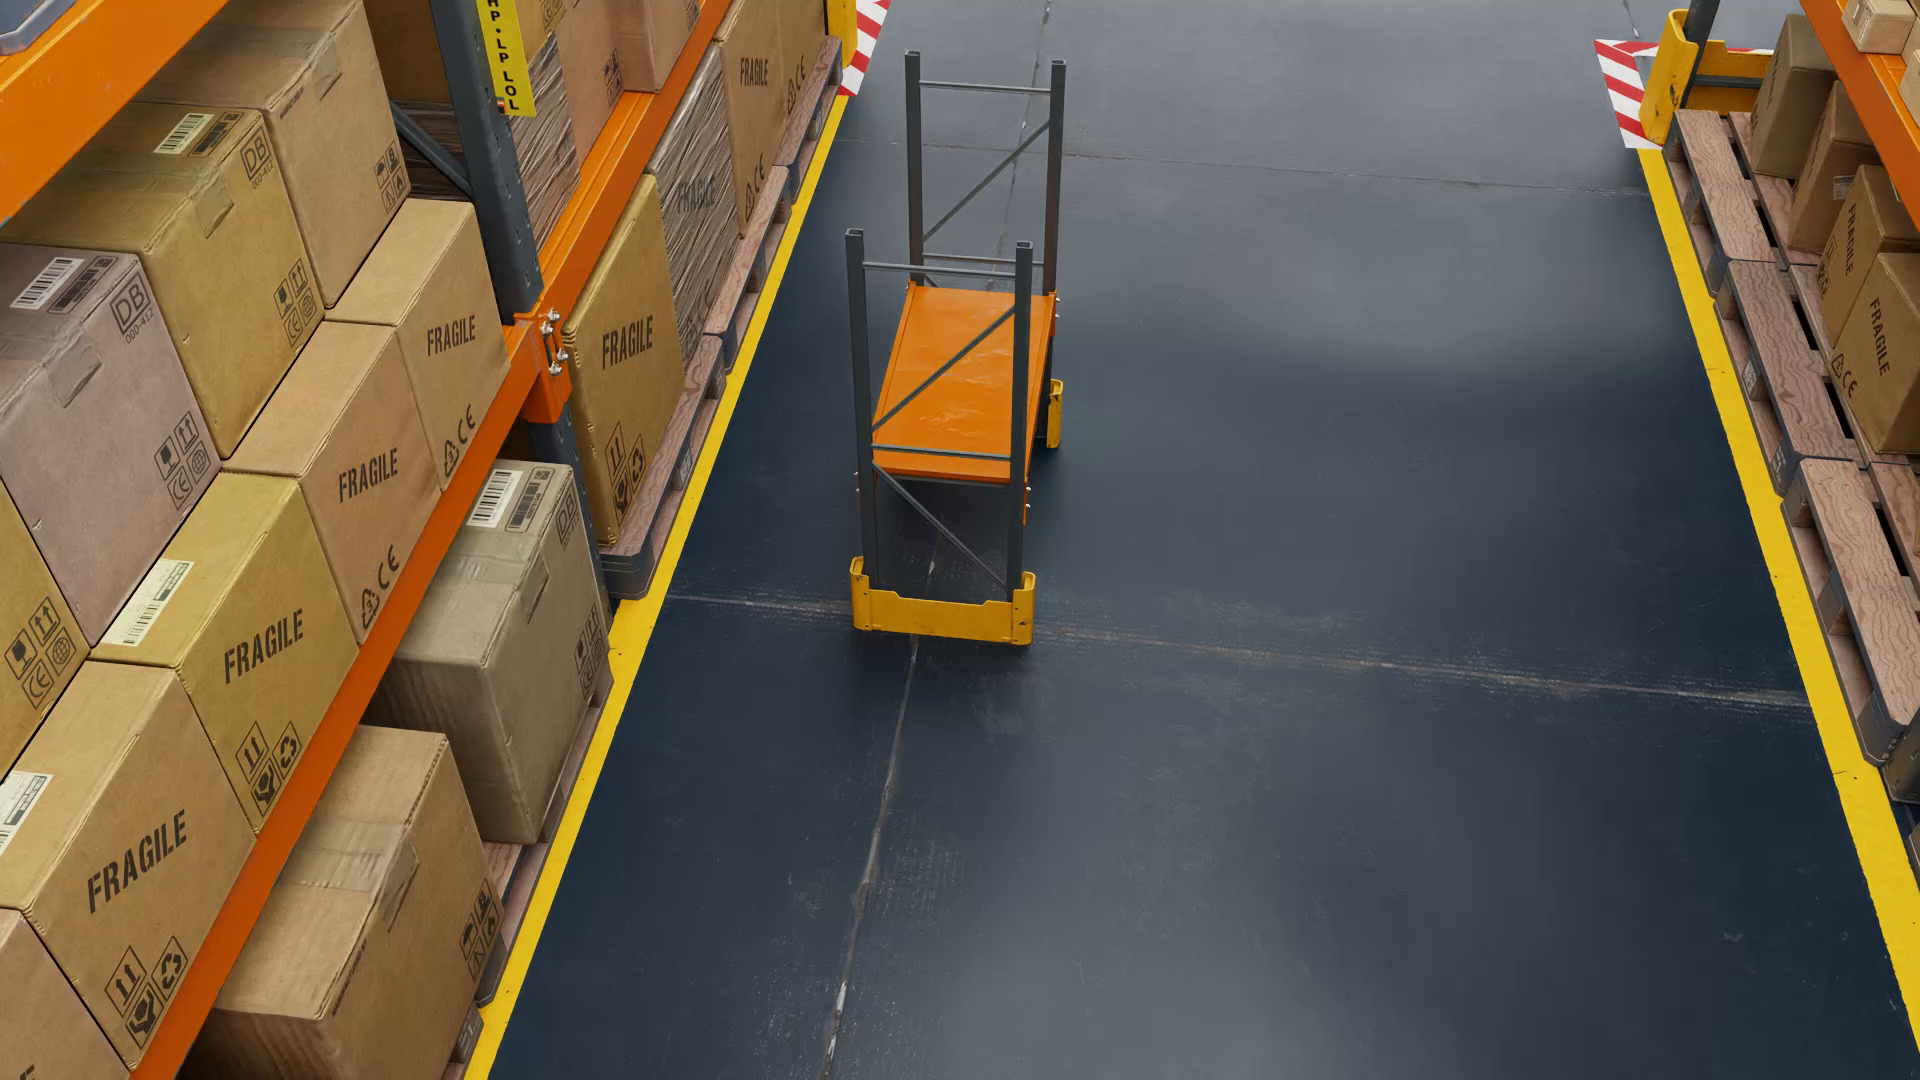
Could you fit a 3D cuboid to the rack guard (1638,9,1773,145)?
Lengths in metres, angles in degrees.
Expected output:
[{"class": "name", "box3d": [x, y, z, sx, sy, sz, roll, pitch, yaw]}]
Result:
[{"class": "rack guard", "box3d": [3.780, -2.073, 7.576, 1.175, 0.500, 0.348, 5, 44, 6]}]

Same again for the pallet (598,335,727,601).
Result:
[{"class": "pallet", "box3d": [-1.464, -0.325, 5.940, 1.003, 0.211, 1.213, 5, 44, 6]}]

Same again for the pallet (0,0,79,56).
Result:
[{"class": "pallet", "box3d": [-1.714, -1.217, 2.811, 0.805, 0.209, 1.217, 4, 44, 4]}]

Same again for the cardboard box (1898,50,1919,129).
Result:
[{"class": "cardboard box", "box3d": [3.211, -1.410, 5.240, 0.380, 0.149, 0.250, 5, 44, 6]}]

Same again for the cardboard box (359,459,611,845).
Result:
[{"class": "cardboard box", "box3d": [-1.635, 0.269, 4.615, 1.050, 0.750, 0.750, 5, 44, 5]}]

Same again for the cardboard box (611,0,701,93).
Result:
[{"class": "cardboard box", "box3d": [-1.366, -1.868, 5.432, 0.875, 0.550, 0.550, 5, 44, 6]}]

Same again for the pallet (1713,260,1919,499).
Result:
[{"class": "pallet", "box3d": [3.474, -0.589, 6.218, 1.003, 0.211, 1.213, 5, 44, 6]}]

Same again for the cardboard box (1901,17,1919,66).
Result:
[{"class": "cardboard box", "box3d": [3.320, -1.573, 5.412, 0.380, 0.149, 0.250, 5, 44, 6]}]

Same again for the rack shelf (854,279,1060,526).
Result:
[{"class": "rack shelf", "box3d": [0.011, -0.472, 5.419, 0.538, 0.185, 1.000, 5, 44, 6]}]

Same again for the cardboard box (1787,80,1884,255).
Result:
[{"class": "cardboard box", "box3d": [3.646, -1.443, 6.605, 0.500, 0.500, 0.500, 16, 46, 16]}]

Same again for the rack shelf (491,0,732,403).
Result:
[{"class": "rack shelf", "box3d": [-1.377, -1.928, 6.128, 1.077, 0.370, 4.000, 5, 44, 6]}]

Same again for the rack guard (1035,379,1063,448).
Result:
[{"class": "rack guard", "box3d": [0.076, -0.482, 6.077, 0.587, 0.250, 0.087, 5, 44, 6]}]

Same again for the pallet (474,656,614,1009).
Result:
[{"class": "pallet", "box3d": [-1.669, 0.719, 4.837, 1.003, 0.211, 1.213, 5, 44, 6]}]

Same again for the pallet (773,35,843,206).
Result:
[{"class": "pallet", "box3d": [-1.141, -1.988, 7.696, 1.003, 0.211, 1.213, 5, 44, 6]}]

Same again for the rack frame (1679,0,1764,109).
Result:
[{"class": "rack frame", "box3d": [3.790, -3.033, 6.771, 1.000, 3.000, 0.127, 5, 44, 6]}]

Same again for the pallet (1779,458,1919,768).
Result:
[{"class": "pallet", "box3d": [3.315, 0.245, 5.338, 1.003, 0.211, 1.213, 5, 44, 6]}]

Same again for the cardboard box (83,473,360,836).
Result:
[{"class": "cardboard box", "box3d": [-1.579, 0.206, 3.278, 0.500, 0.500, 0.500, 6, 44, 6]}]

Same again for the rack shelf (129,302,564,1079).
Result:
[{"class": "rack shelf", "box3d": [-1.906, 0.798, 3.249, 1.077, 0.370, 4.000, 5, 44, 6]}]

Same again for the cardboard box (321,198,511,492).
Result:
[{"class": "cardboard box", "box3d": [-1.446, -0.483, 4.005, 0.500, 0.500, 0.500, 5, 44, 5]}]

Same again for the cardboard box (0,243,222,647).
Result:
[{"class": "cardboard box", "box3d": [-1.835, -0.192, 2.971, 0.700, 0.500, 0.500, 6, 44, 6]}]

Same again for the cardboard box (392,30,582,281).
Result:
[{"class": "cardboard box", "box3d": [-1.605, -1.133, 4.656, 0.875, 0.550, 0.550, 5, 44, 6]}]

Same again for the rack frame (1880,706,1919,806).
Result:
[{"class": "rack frame", "box3d": [3.261, -0.307, 3.892, 1.000, 3.000, 0.127, 5, 44, 6]}]

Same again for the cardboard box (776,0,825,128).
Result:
[{"class": "cardboard box", "box3d": [-1.137, -2.465, 7.412, 0.875, 0.875, 0.875, 5, 44, 6]}]

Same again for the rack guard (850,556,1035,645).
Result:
[{"class": "rack guard", "box3d": [-0.056, 0.197, 5.360, 0.587, 0.250, 0.087, 5, 44, 6]}]

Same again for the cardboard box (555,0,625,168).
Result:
[{"class": "cardboard box", "box3d": [-1.555, -1.510, 5.054, 0.875, 0.550, 0.550, 5, 44, 6]}]

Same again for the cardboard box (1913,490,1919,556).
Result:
[{"class": "cardboard box", "box3d": [3.422, -0.211, 5.304, 0.500, 0.500, 0.500, 19, 46, 19]}]

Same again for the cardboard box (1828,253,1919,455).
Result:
[{"class": "cardboard box", "box3d": [3.426, -0.642, 5.759, 0.500, 0.500, 0.500, 2, 43, 2]}]

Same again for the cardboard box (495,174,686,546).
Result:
[{"class": "cardboard box", "box3d": [-1.489, -0.630, 5.473, 0.875, 0.875, 0.875, 6, 44, 6]}]

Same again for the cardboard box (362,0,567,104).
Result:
[{"class": "cardboard box", "box3d": [-1.559, -1.521, 4.280, 0.875, 0.550, 0.550, 5, 44, 6]}]

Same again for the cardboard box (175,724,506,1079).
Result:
[{"class": "cardboard box", "box3d": [-1.766, 0.926, 3.921, 1.050, 0.750, 0.750, 5, 44, 6]}]

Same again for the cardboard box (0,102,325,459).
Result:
[{"class": "cardboard box", "box3d": [-1.768, -0.536, 3.335, 0.700, 0.500, 0.500, 5, 44, 5]}]

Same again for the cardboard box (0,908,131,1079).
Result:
[{"class": "cardboard box", "box3d": [-1.712, 0.892, 2.554, 0.500, 0.500, 0.500, 5, 44, 5]}]

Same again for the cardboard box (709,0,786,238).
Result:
[{"class": "cardboard box", "box3d": [-1.251, -1.865, 6.778, 0.875, 0.875, 0.875, 5, 44, 5]}]

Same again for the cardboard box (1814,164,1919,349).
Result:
[{"class": "cardboard box", "box3d": [3.544, -1.018, 6.156, 0.500, 0.500, 0.500, 9, 44, 9]}]

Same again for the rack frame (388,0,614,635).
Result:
[{"class": "rack frame", "box3d": [-1.642, -0.826, 4.441, 1.000, 3.000, 0.127, 5, 44, 6]}]

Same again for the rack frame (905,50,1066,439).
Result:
[{"class": "rack frame", "box3d": [0.078, -0.949, 5.662, 0.500, 1.500, 0.032, 5, 44, 6]}]

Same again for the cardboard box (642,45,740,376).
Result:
[{"class": "cardboard box", "box3d": [-1.374, -1.244, 6.122, 0.875, 0.875, 0.875, 6, 44, 6]}]

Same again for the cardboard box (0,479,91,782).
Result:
[{"class": "cardboard box", "box3d": [-1.903, 0.152, 2.608, 0.700, 0.500, 0.500, 5, 44, 5]}]

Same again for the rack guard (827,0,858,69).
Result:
[{"class": "rack guard", "box3d": [-1.110, -2.661, 8.197, 1.175, 0.500, 0.348, 5, 44, 6]}]

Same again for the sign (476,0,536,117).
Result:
[{"class": "sign", "box3d": [-1.103, -1.175, 4.025, 0.100, 0.325, 0.005, 5, 44, 6]}]

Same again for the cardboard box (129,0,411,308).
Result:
[{"class": "cardboard box", "box3d": [-1.702, -0.887, 3.705, 0.700, 0.500, 0.500, 5, 44, 5]}]

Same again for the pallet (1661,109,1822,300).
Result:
[{"class": "pallet", "box3d": [3.638, -1.418, 7.094, 1.003, 0.211, 1.213, 5, 44, 6]}]

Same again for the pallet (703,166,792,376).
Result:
[{"class": "pallet", "box3d": [-1.305, -1.159, 6.820, 1.003, 0.211, 1.213, 5, 44, 6]}]

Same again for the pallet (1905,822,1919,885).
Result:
[{"class": "pallet", "box3d": [3.160, 1.237, 4.290, 1.003, 0.211, 1.213, 5, 44, 6]}]

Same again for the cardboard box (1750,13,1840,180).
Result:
[{"class": "cardboard box", "box3d": [3.691, -1.853, 7.038, 0.500, 0.500, 0.500, 13, 45, 13]}]

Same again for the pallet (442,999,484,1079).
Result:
[{"class": "pallet", "box3d": [-1.828, 1.553, 3.957, 1.003, 0.211, 1.213, 5, 44, 6]}]

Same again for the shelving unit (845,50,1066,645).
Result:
[{"class": "shelving unit", "box3d": [0.010, -0.597, 5.289, 0.587, 1.500, 1.083, 5, 44, 6]}]

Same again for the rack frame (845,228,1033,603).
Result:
[{"class": "rack frame", "box3d": [-0.056, -0.256, 4.930, 0.500, 1.500, 0.032, 5, 44, 6]}]

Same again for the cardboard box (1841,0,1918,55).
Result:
[{"class": "cardboard box", "box3d": [3.222, -1.755, 5.605, 0.380, 0.149, 0.250, 5, 44, 6]}]

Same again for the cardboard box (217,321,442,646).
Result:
[{"class": "cardboard box", "box3d": [-1.513, -0.138, 3.642, 0.500, 0.500, 0.500, 5, 44, 5]}]

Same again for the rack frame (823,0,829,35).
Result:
[{"class": "rack frame", "box3d": [-1.113, -3.552, 7.320, 1.000, 3.000, 0.127, 5, 44, 6]}]

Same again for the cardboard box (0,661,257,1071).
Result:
[{"class": "cardboard box", "box3d": [-1.644, 0.552, 2.912, 0.500, 0.500, 0.500, 5, 44, 5]}]
